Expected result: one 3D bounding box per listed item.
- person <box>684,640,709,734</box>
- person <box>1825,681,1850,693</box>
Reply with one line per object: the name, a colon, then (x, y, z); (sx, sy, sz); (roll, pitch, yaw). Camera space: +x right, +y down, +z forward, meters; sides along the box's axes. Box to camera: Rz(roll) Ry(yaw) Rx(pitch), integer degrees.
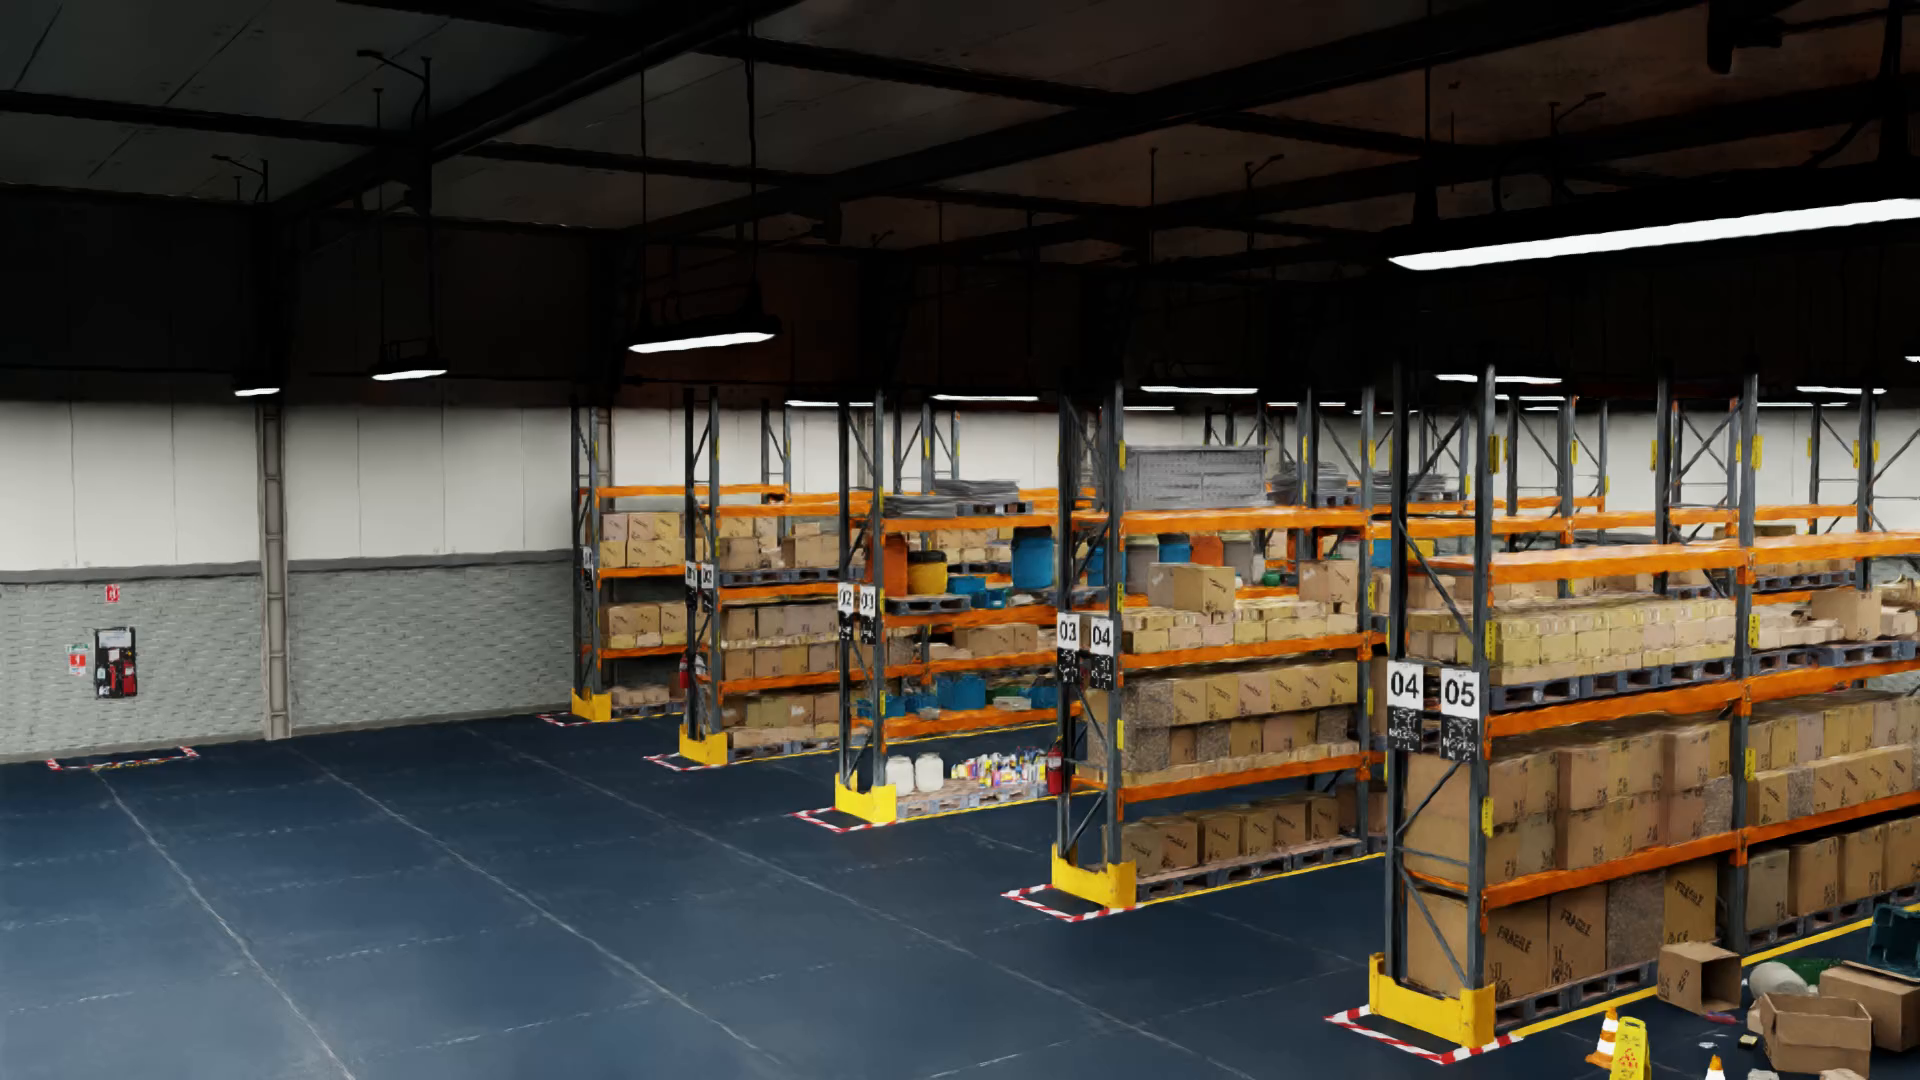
person: (-4.576, 2.574, 28.930); (0.406, 1.674, 0.532); (2, 4, 24)
person: (13.278, 2.827, 25.020); (0.535, 1.675, 0.682); (-3, 4, -37)
